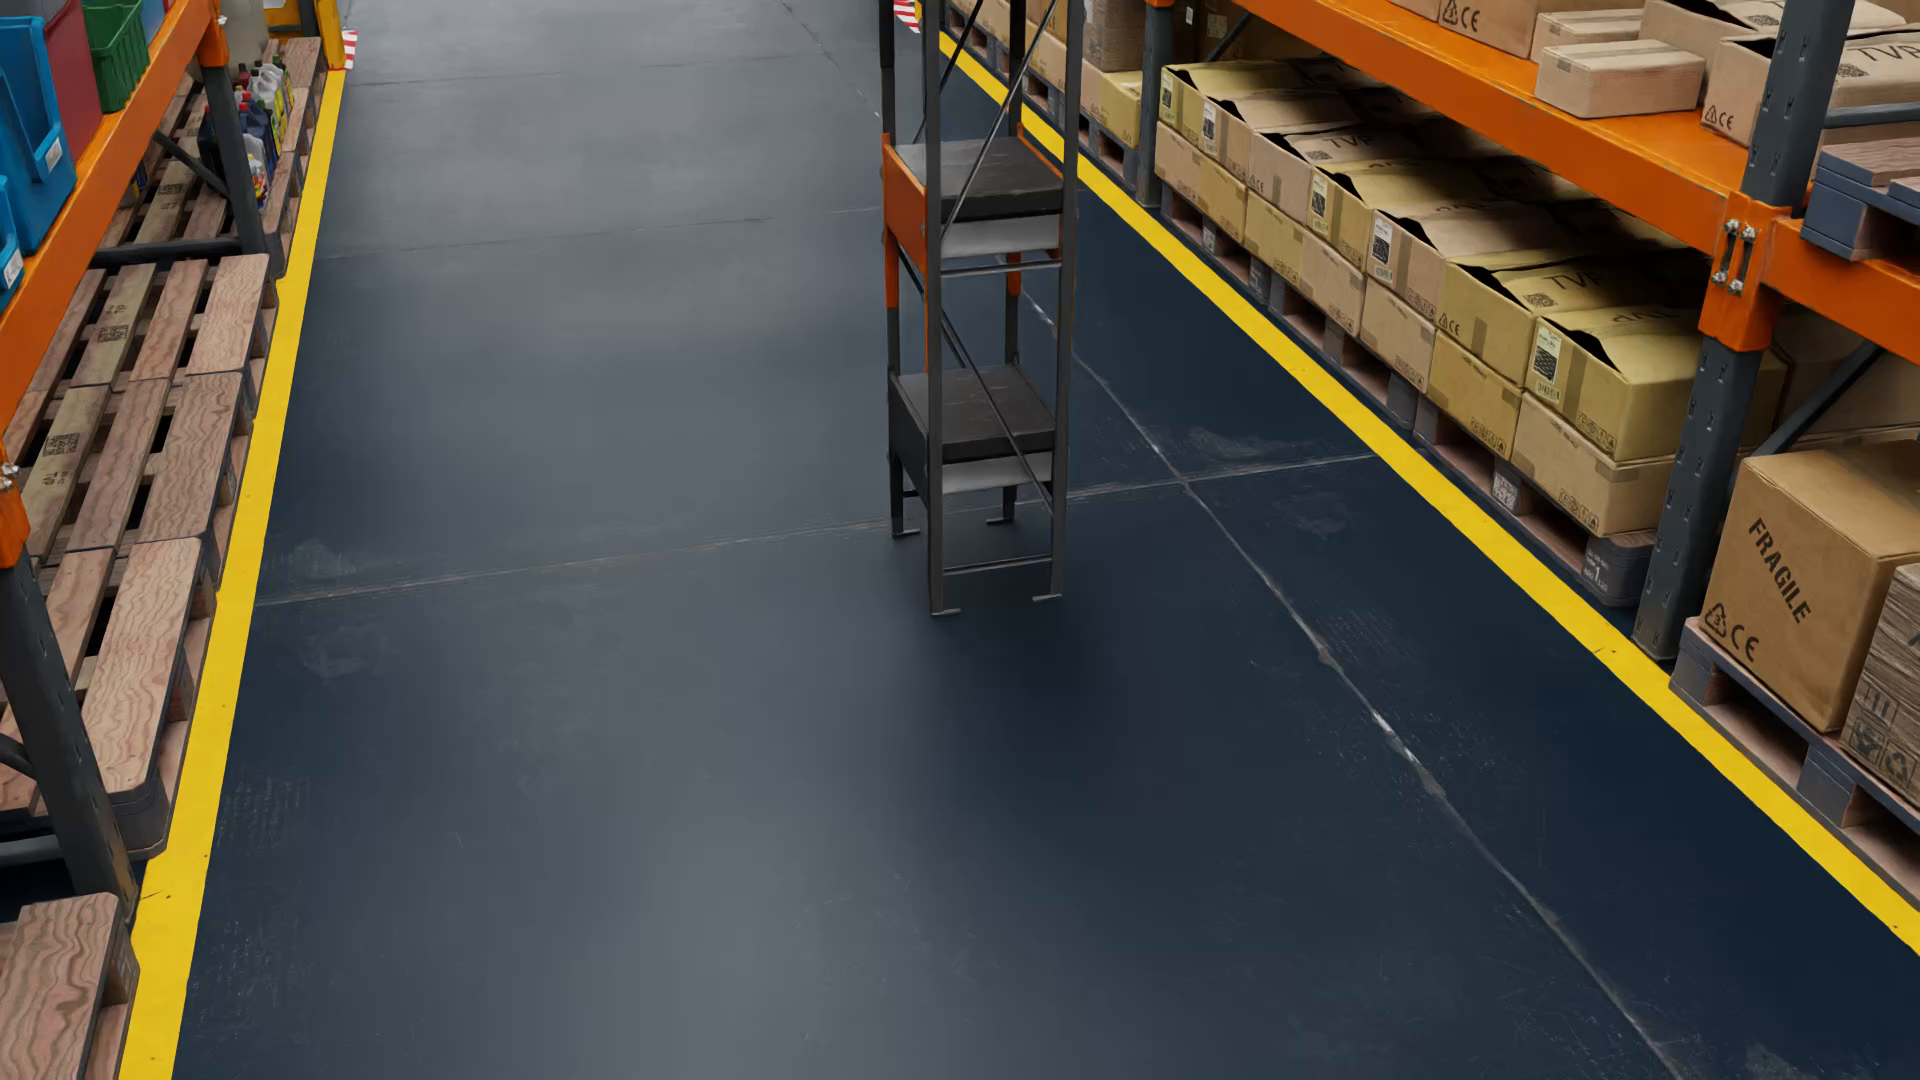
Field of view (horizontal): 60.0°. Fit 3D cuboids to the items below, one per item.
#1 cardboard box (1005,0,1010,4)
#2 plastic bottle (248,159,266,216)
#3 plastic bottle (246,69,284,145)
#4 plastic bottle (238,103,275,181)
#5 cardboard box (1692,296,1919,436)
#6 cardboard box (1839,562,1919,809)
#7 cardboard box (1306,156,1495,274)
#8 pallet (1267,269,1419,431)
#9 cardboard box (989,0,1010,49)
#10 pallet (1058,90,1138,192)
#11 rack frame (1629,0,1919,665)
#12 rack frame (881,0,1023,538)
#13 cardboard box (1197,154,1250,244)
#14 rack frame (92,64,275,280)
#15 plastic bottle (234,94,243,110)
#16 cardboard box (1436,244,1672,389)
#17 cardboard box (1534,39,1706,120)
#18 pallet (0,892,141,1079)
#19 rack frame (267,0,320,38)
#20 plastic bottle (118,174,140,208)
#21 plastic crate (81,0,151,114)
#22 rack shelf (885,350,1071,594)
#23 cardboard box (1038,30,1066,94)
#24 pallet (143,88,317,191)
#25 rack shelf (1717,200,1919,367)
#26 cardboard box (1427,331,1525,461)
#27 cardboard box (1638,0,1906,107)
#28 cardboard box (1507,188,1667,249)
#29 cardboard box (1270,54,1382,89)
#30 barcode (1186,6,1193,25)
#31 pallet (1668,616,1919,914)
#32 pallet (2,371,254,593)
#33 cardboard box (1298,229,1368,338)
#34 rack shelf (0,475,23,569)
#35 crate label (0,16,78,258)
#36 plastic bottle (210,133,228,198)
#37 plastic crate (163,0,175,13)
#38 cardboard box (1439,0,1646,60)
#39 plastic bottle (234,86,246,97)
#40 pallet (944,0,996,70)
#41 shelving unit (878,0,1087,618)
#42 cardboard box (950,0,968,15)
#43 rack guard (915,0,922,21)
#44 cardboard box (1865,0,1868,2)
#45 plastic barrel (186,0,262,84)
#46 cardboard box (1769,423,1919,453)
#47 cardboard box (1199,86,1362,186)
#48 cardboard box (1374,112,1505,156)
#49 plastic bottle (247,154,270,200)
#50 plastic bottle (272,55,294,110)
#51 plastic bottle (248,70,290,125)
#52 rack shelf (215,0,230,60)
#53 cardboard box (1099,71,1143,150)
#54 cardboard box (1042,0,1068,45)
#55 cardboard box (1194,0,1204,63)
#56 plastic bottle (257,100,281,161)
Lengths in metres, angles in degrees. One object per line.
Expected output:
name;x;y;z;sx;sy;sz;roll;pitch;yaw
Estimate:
cardboard box;0.496;-3.458;9.806;0.500;0.500;0.500;-8;31;-13
plastic bottle;-3.088;-1.544;7.208;0.097;0.271;0.097;0;30;0
plastic bottle;-3.403;-2.108;8.102;0.144;0.351;0.185;-8;31;-14
plastic bottle;-3.240;-1.811;7.590;0.144;0.351;0.185;-7;31;-12
cardboard box;2.556;-0.574;5.013;0.500;0.311;0.500;-7;31;-12
cardboard box;2.402;0.354;3.700;0.500;0.500;0.500;-9;31;-15
cardboard box;1.629;-1.238;6.161;0.500;0.311;0.500;-7;31;-12
pallet;1.911;-0.831;6.475;1.003;0.211;1.213;-8;31;-13
cardboard box;0.485;-3.132;9.992;0.500;0.250;0.500;-8;31;-13
pallet;1.180;-2.162;8.774;1.003;0.211;1.213;-8;31;-13
rack frame;2.412;-1.047;4.065;1.000;3.000;0.127;-8;31;-13
rack frame;-0.021;-0.947;4.789;0.400;2.100;0.015;-8;31;-13
cardboard box;1.353;-1.496;7.166;0.500;0.250;0.500;-7;31;-12
rack frame;-3.426;-2.322;6.268;1.000;3.000;0.127;-8;31;-13
plastic bottle;-3.539;-2.044;8.066;0.152;0.276;0.135;-8;31;-13
cardboard box;1.892;-0.752;5.321;0.500;0.311;0.500;-8;31;-14
cardboard box;1.907;-1.336;4.815;0.380;0.149;0.250;-8;31;-13
pallet;-2.115;1.192;2.980;1.003;0.211;1.213;-8;31;-13
rack frame;-4.488;-4.254;9.606;1.000;3.000;0.127;-8;31;-13
plastic bottle;-3.736;-1.658;7.326;0.144;0.351;0.185;-8;31;-13
plastic crate;-2.692;-1.427;4.933;0.450;0.188;0.662;-8;31;-13
rack shelf;0.044;-0.211;4.943;0.431;0.518;0.480;-8;31;-13
cardboard box;0.747;-2.648;9.156;0.500;0.250;0.500;-8;31;-13
pallet;-3.891;-2.036;8.556;1.003;0.211;1.213;-8;31;-13
rack shelf;2.943;0.230;2.576;1.077;0.370;4.000;-8;31;-13
cardboard box;1.897;-0.509;5.461;0.500;0.250;0.500;-8;31;-14
cardboard box;2.362;-1.466;4.878;0.500;0.311;0.500;-8;31;-14
cardboard box;2.276;-1.073;5.875;0.500;0.311;0.500;-9;31;-15
cardboard box;1.735;-2.056;7.574;0.500;0.311;0.500;-8;31;-13
barcode;1.017;-2.325;7.370;0.001;0.075;0.075;-8;31;-13
pallet;2.574;0.525;4.132;1.003;0.211;1.213;-8;31;-13
pallet;-2.853;-0.151;5.300;1.003;0.211;1.213;-8;31;-13
cardboard box;1.627;-1.000;6.310;0.500;0.250;0.500;-7;31;-12
rack shelf;-1.833;0.887;1.441;1.077;0.370;4.000;-8;31;-13
crate label;-2.367;-0.922;3.812;0.502;0.435;0.616;-8;31;-13
plastic bottle;-3.303;-1.687;7.443;0.061;0.283;0.133;-8;31;-13
plastic crate;-3.002;-2.157;5.918;0.402;0.464;0.583;-8;31;-13
cardboard box;1.951;-1.899;5.436;0.500;0.500;0.500;-10;31;-16
plastic bottle;-3.616;-2.187;8.388;0.097;0.201;0.097;0;30;0
pallet;0.532;-3.340;10.810;1.003;0.211;1.213;-8;31;-13
shelving unit;0.044;-0.829;4.586;0.431;2.100;0.503;-8;31;-13
cardboard box;0.217;-3.614;10.825;0.500;0.250;0.500;-8;31;-13
rack guard;0.283;-3.841;11.387;1.175;0.500;0.348;-8;31;-13
cardboard box;5.720;-3.371;10.487;0.380;0.149;0.250;-10;32;-17
plastic barrel;-4.106;-2.809;9.174;0.421;0.512;0.421;0;30;0
cardboard box;2.556;-0.331;5.153;0.500;0.250;0.500;-8;31;-13
cardboard box;1.348;-1.738;7.025;0.500;0.311;0.500;-8;31;-14
cardboard box;2.009;-1.564;6.724;0.500;0.311;0.500;-8;31;-13
plastic bottle;-3.142;-1.612;7.395;0.097;0.201;0.097;0;30;0
plastic bottle;-3.529;-2.386;8.651;0.061;0.283;0.133;-7;31;-12
plastic bottle;-3.500;-2.245;8.414;0.152;0.276;0.135;-9;31;-15
rack shelf;-3.957;-2.977;8.117;1.077;0.370;4.000;-8;31;-13
cardboard box;1.017;-2.166;8.323;0.500;0.250;0.500;-8;31;-13
cardboard box;0.759;-2.974;8.971;0.500;0.500;0.500;-8;31;-13
cardboard box;1.389;-2.801;8.673;0.500;0.500;0.500;-8;31;-13
plastic bottle;-3.294;-1.959;7.912;0.061;0.283;0.133;-6;31;-11
